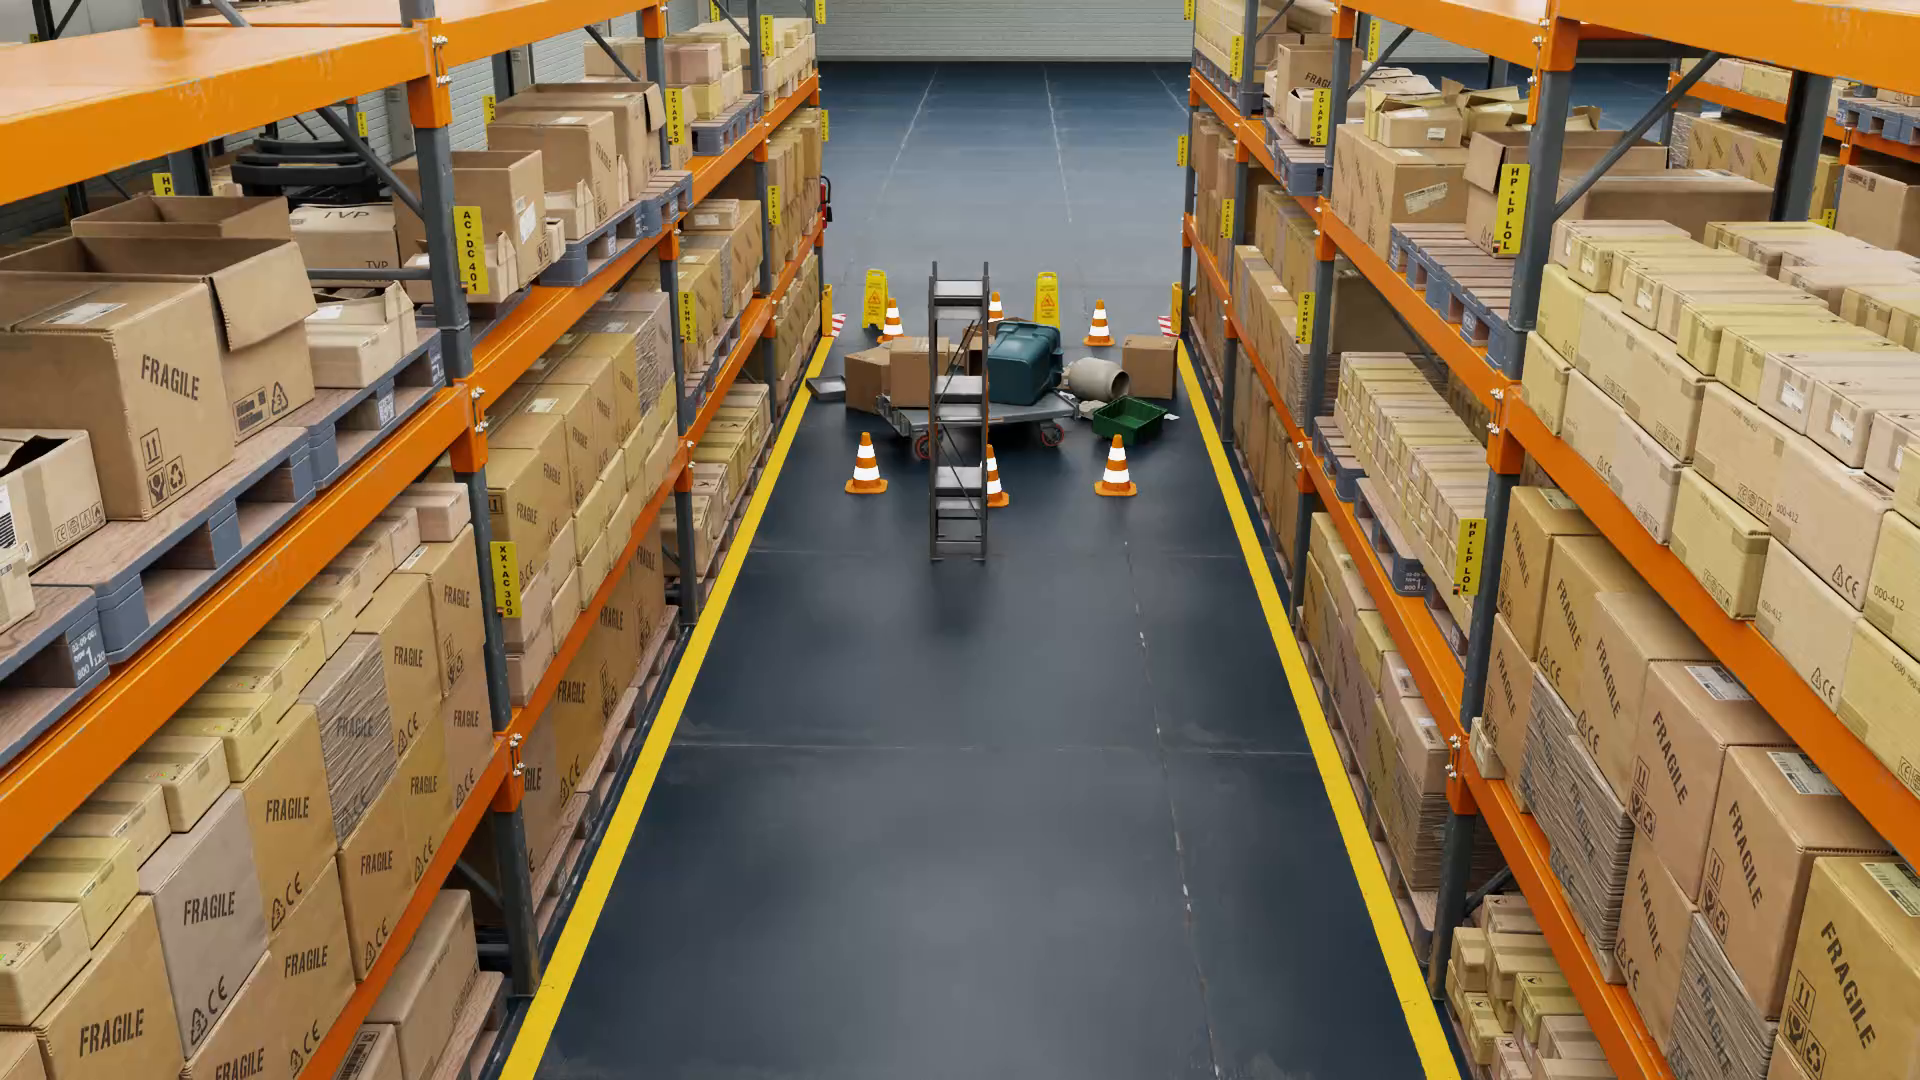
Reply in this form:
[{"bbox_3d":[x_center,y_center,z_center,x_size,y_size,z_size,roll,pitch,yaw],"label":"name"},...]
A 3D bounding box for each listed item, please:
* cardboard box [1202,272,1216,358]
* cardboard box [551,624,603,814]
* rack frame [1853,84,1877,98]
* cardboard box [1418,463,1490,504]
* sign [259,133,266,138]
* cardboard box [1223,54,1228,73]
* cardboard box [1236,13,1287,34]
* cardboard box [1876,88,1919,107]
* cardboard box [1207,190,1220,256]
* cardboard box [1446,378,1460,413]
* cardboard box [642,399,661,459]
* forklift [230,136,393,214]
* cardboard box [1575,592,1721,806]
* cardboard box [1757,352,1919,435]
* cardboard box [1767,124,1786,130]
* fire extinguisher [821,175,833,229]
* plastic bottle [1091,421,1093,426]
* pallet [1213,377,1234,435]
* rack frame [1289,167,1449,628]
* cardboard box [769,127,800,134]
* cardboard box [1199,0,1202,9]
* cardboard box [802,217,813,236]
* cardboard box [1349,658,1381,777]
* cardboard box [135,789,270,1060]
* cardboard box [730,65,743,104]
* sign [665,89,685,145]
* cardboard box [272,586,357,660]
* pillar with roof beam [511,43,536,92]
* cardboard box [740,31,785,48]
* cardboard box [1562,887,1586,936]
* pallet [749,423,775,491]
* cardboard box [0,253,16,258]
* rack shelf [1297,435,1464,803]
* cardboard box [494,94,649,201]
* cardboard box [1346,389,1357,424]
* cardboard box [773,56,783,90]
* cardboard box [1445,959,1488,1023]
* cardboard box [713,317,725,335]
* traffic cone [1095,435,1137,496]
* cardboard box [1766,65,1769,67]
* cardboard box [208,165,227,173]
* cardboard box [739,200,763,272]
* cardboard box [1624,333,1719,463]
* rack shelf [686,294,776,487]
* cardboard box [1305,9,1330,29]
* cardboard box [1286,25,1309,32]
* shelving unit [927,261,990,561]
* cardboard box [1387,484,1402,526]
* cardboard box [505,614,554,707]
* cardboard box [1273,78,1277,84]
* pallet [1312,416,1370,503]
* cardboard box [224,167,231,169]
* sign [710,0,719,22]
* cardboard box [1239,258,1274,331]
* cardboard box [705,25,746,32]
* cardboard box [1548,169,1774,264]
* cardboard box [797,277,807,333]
[{"bbox_3d":[2.964,-2.367,16.838,0.875,0.875,0.875,0,21,1],"label":"cardboard box"},{"bbox_3d":[-2.414,0.838,8.578,0.875,0.875,0.875,1,21,3],"label":"cardboard box"},{"bbox_3d":[7.776,-4.985,12.936,1.000,3.000,0.127,1,21,2],"label":"rack frame"},{"bbox_3d":[2.431,-0.264,8.008,0.380,0.149,0.250,0,21,0],"label":"cardboard box"},{"bbox_3d":[-7.524,-4.245,18.018,0.100,0.325,0.005,1,21,2],"label":"sign"},{"bbox_3d":[2.535,-4.215,14.728,0.380,0.149,0.250,1,21,2],"label":"cardboard box"},{"bbox_3d":[2.514,-4.310,13.871,0.380,0.149,0.250,0,21,1],"label":"cardboard box"},{"bbox_3d":[7.663,-3.662,12.949,0.797,0.503,0.637,0,21,-1],"label":"cardboard box"},{"bbox_3d":[2.865,-3.068,16.083,0.875,0.550,0.500,1,21,2],"label":"cardboard box"},{"bbox_3d":[3.140,-0.867,9.971,0.380,0.149,0.250,1,21,3],"label":"cardboard box"},{"bbox_3d":[-2.023,-0.651,9.575,0.500,0.250,0.500,0,21,0],"label":"cardboard box"},{"bbox_3d":[-4.570,-1.622,12.658,1.130,2.935,3.031,1,21,2],"label":"forklift"},{"bbox_3d":[2.274,0.492,5.183,0.500,0.500,0.500,1,21,3],"label":"cardboard box"},{"bbox_3d":[2.242,-0.367,4.148,0.380,0.149,0.250,0,21,0],"label":"cardboard box"},{"bbox_3d":[8.101,-3.723,16.045,0.500,0.500,0.500,1,21,2],"label":"cardboard box"},{"bbox_3d":[-1.543,-3.744,18.138,0.296,0.674,0.183,1,21,2],"label":"fire extinguisher"},{"bbox_3d":[1.322,-1.026,15.088,0.133,0.061,0.283,-11,24,-26],"label":"plastic bottle"},{"bbox_3d":[2.923,-1.253,15.467,1.003,0.211,1.213,1,21,2],"label":"pallet"},{"bbox_3d":[2.700,-0.833,10.529,1.000,3.000,0.127,1,21,2],"label":"rack frame"},{"bbox_3d":[-1.894,-3.660,15.885,0.700,0.500,0.500,1,21,1],"label":"cardboard box"},{"bbox_3d":[2.606,-5.413,16.713,0.380,0.149,0.250,1,21,2],"label":"cardboard box"},{"bbox_3d":[-1.709,-3.210,17.003,0.380,0.149,0.250,1,21,3],"label":"cardboard box"},{"bbox_3d":[2.385,0.942,8.831,0.500,0.500,0.500,0,21,0],"label":"cardboard box"},{"bbox_3d":[-2.178,0.985,4.322,0.500,0.500,0.500,0,21,1],"label":"cardboard box"},{"bbox_3d":[-2.002,-3.609,13.163,0.500,0.250,0.500,0,21,1],"label":"cardboard box"},{"bbox_3d":[-1.696,-2.518,9.901,0.100,0.325,0.005,1,21,2],"label":"sign"},{"bbox_3d":[-2.159,0.262,5.290,0.380,0.149,0.250,0,21,1],"label":"cardboard box"},{"bbox_3d":[-3.223,-10.643,27.519,9.100,9.000,0.400,1,21,2],"label":"pillar with roof beam"},{"bbox_3d":[-1.829,-4.624,15.396,0.380,0.149,0.250,1,21,3],"label":"cardboard box"},{"bbox_3d":[2.266,1.209,5.613,0.380,0.149,0.250,1,21,3],"label":"cardboard box"},{"bbox_3d":[-2.151,-0.716,14.081,1.003,0.211,1.213,1,21,2],"label":"pallet"},{"bbox_3d":[-7.407,-2.114,12.796,0.380,0.149,0.250,0,21,1],"label":"cardboard box"},{"bbox_3d":[2.639,0.226,8.795,1.077,0.370,4.000,1,21,2],"label":"rack shelf"},{"bbox_3d":[-2.091,-2.132,9.011,0.700,0.500,0.500,0,21,-1],"label":"cardboard box"},{"bbox_3d":[2.478,-0.780,9.747,0.380,0.149,0.250,2,21,4],"label":"cardboard box"},{"bbox_3d":[-1.836,-4.107,14.616,0.500,0.250,0.500,0,21,1],"label":"cardboard box"},{"bbox_3d":[2.246,1.875,6.911,0.380,0.149,0.250,0,21,-1],"label":"cardboard box"},{"bbox_3d":[-1.957,-1.629,12.347,0.380,0.149,0.250,1,21,3],"label":"cardboard box"},{"bbox_3d":[1.272,-0.628,13.508,0.336,0.463,0.334,1,21,2],"label":"traffic cone"},{"bbox_3d":[7.629,-4.396,15.222,0.380,0.149,0.250,0,21,0],"label":"cardboard box"},{"bbox_3d":[-7.273,-3.511,15.984,0.380,0.149,0.250,1,21,3],"label":"cardboard box"},{"bbox_3d":[-1.914,-2.509,13.718,0.500,0.500,0.500,0,21,1],"label":"cardboard box"},{"bbox_3d":[2.275,-0.415,4.821,0.500,0.250,0.500,1,21,3],"label":"cardboard box"},{"bbox_3d":[-2.190,-1.239,12.569,1.077,0.370,4.000,1,21,2],"label":"rack shelf"},{"bbox_3d":[3.187,-4.486,14.324,0.380,0.149,0.250,0,21,1],"label":"cardboard box"},{"bbox_3d":[3.130,-4.345,14.511,0.500,0.250,0.500,0,21,1],"label":"cardboard box"},{"bbox_3d":[-0.005,-0.919,11.995,0.431,2.100,0.503,1,21,2],"label":"shelving unit"},{"bbox_3d":[2.437,-0.179,8.609,0.380,0.149,0.250,0,21,0],"label":"cardboard box"},{"bbox_3d":[-2.095,0.509,7.277,0.500,0.250,0.500,0,21,0],"label":"cardboard box"},{"bbox_3d":[2.542,-3.431,12.706,0.250,0.149,0.380,1,21,2],"label":"cardboard box"},{"bbox_3d":[2.785,-0.485,9.897,1.213,0.211,1.003,1,21,2],"label":"pallet"},{"bbox_3d":[-6.835,-3.507,15.975,0.380,0.149,0.250,1,21,2],"label":"cardboard box"},{"bbox_3d":[-2.550,-5.555,17.345,0.100,0.325,0.005,1,21,2],"label":"sign"},{"bbox_3d":[2.522,-1.956,13.285,0.500,0.500,0.500,1,21,2],"label":"cardboard box"},{"bbox_3d":[-2.277,-4.909,16.131,0.380,0.149,0.250,1,21,1],"label":"cardboard box"},{"bbox_3d":[2.700,-1.163,6.515,0.700,0.500,0.500,1,21,2],"label":"cardboard box"},{"bbox_3d":[-1.806,-2.343,16.605,0.500,0.500,0.500,0,21,0],"label":"cardboard box"}]
